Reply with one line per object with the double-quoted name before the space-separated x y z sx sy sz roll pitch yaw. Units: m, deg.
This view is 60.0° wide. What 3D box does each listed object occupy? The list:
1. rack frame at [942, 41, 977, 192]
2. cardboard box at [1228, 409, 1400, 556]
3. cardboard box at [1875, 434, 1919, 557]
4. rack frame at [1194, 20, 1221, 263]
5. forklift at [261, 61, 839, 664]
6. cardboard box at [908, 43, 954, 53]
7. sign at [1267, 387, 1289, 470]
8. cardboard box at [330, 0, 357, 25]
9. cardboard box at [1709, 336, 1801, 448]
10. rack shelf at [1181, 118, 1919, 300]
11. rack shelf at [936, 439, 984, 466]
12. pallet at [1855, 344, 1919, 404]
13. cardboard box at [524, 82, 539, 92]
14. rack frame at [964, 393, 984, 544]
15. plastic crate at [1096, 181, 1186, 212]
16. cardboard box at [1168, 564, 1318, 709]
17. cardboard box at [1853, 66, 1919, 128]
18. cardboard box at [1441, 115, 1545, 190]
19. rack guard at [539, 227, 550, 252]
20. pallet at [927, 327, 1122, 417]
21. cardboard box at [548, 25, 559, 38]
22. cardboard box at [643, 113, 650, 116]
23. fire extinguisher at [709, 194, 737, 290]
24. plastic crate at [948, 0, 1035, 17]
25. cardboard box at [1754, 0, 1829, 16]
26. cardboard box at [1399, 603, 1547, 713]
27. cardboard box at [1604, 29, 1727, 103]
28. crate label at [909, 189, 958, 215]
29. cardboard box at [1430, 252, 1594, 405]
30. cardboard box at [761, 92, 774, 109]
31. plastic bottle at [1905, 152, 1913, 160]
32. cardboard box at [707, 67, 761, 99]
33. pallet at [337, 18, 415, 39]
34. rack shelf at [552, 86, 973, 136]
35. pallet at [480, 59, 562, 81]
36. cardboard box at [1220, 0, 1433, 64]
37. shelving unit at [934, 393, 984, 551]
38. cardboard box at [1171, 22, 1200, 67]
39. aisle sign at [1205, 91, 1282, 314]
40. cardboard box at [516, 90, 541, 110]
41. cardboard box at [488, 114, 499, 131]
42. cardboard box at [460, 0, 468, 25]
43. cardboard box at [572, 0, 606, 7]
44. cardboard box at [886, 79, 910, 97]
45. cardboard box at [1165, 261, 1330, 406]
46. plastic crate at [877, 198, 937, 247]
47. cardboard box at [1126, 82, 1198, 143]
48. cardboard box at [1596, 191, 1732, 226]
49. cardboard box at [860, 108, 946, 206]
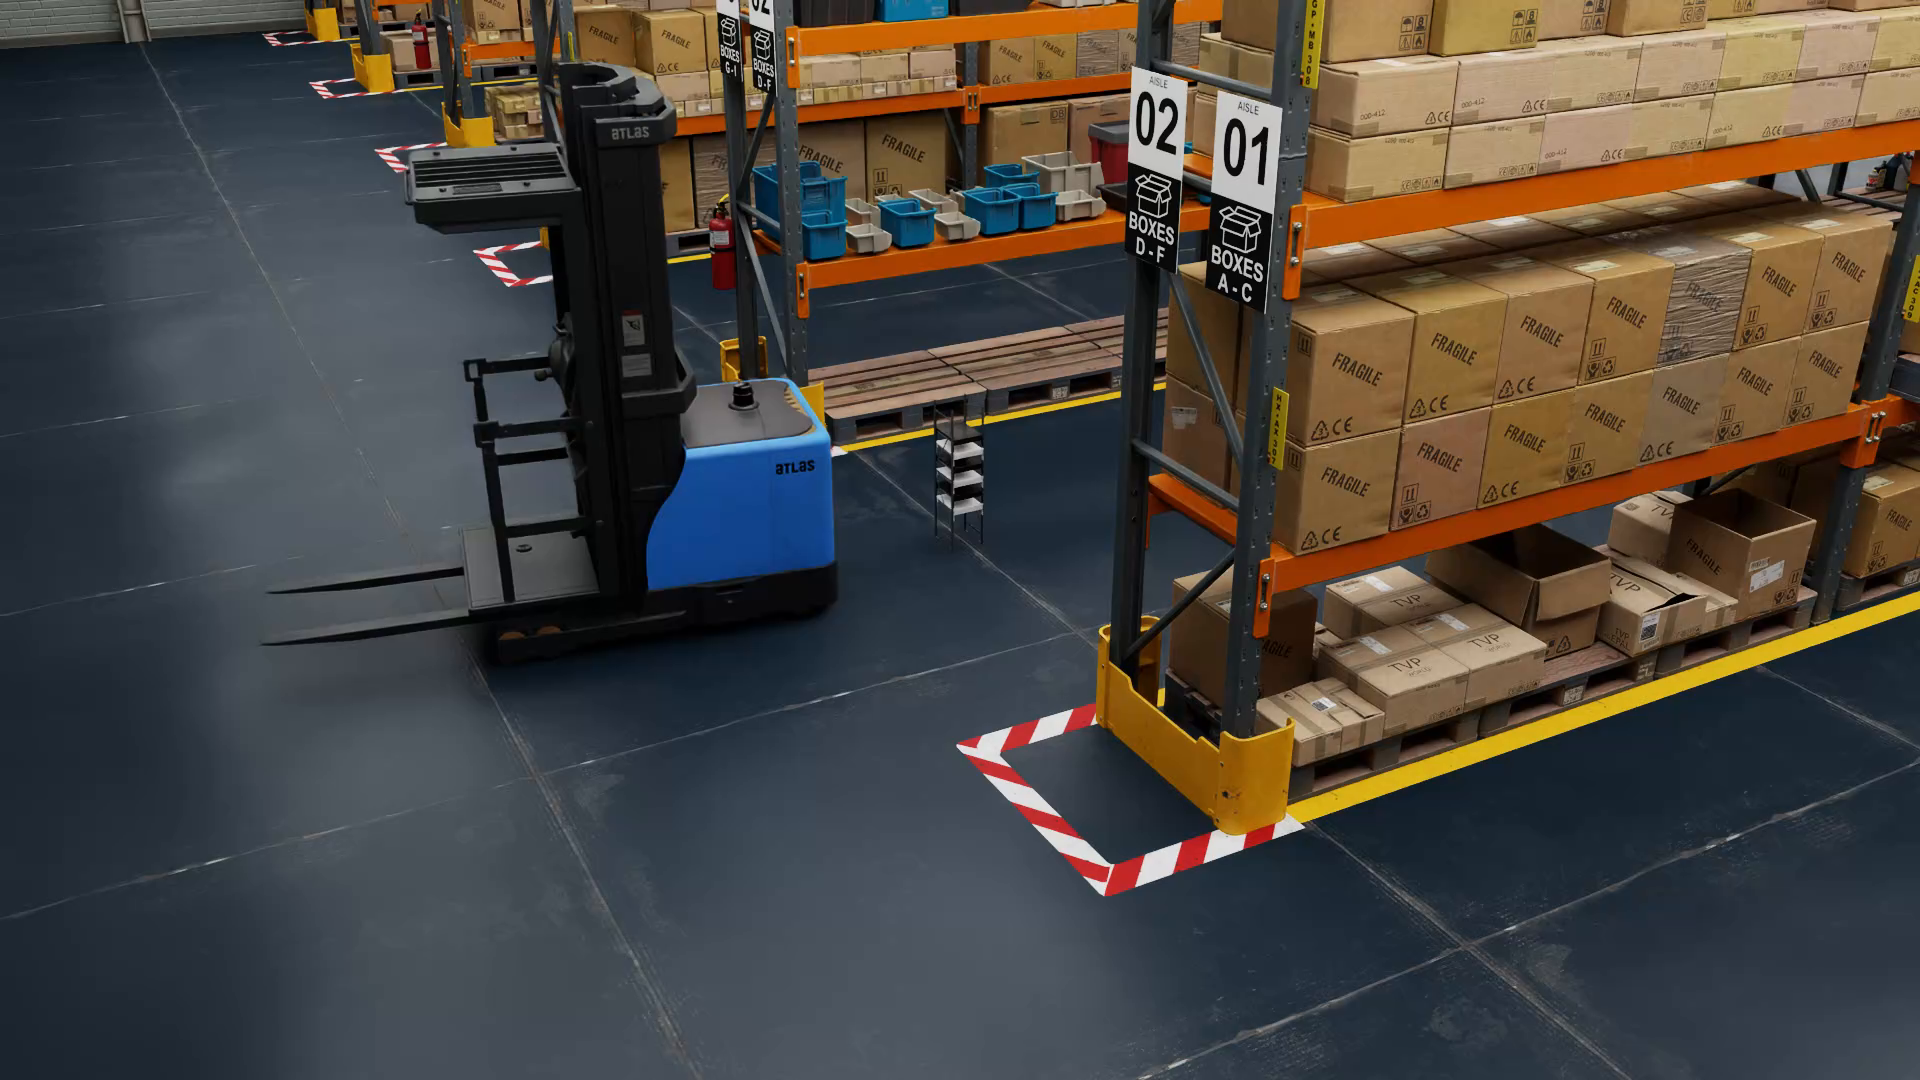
"rack frame" -0.115 -4.861 16.850 0.127 3.000 1.000 -13 29 -25
"cardboard box" 1.530 -0.297 7.228 0.500 0.500 0.500 -12 28 -24
"cardboard box" 5.551 -0.267 9.661 0.500 0.500 0.500 -13 28 -24
"rack frame" 2.216 -2.969 12.910 0.127 3.000 1.000 -13 29 -25
"forklift" -2.258 -0.922 8.724 3.031 2.935 1.130 -8 27 -16
"cardboard box" -0.394 -5.070 16.248 0.500 0.500 0.500 -12 28 -24
"sign" 1.270 -0.445 6.653 0.005 0.325 0.100 -13 29 -25
"cardboard box" -10.062 -8.878 27.616 0.637 0.503 0.797 -14 29 -27
"cardboard box" 3.769 -0.817 8.311 0.500 0.500 0.500 -12 28 -24
"rack shelf" 2.779 -1.697 7.626 4.000 0.370 1.077 -13 29 -25
"rack shelf" -0.007 -0.536 9.929 0.200 0.077 0.258 -13 29 -25
"pallet" 5.300 -1.111 9.262 1.213 0.211 1.003 -13 29 -25
"cardboard box" -5.124 -5.469 20.237 0.250 0.149 0.380 -14 29 -26
"rack frame" 0.083 -0.425 10.036 0.006 0.900 0.240 -13 29 -25
"plastic crate" 1.355 -2.542 12.268 0.590 0.125 0.437 -13 29 -25
"cardboard box" 1.378 0.461 8.144 0.500 0.500 0.500 -13 29 -25
"cardboard box" 4.240 -2.161 7.934 0.500 0.250 0.500 -13 29 -25
"cardboard box" 2.034 -1.651 6.872 0.500 0.250 0.500 -13 29 -25
"rack guard" -3.665 -2.915 15.684 0.348 0.500 1.175 -13 29 -25
"pallet" 0.508 -1.298 12.650 1.213 0.211 1.003 -13 29 -25
"cardboard box" -4.817 -5.996 19.504 0.250 0.149 0.380 -12 28 -23
"cardboard box" -2.950 -3.932 15.205 0.250 0.149 0.380 -13 29 -26
"fire extinguisher" -1.660 -2.095 11.608 0.183 0.674 0.296 -13 29 -25
"plastic crate" 0.164 -3.685 11.007 0.767 0.338 0.504 -13 29 -25
"cardboard box" 3.625 -2.764 7.745 0.500 0.500 0.700 -13 29 -25
"cardboard box" 2.510 0.573 8.201 0.500 0.250 0.500 -13 29 -25
"cardboard box" 2.916 -2.081 7.190 0.500 0.250 0.500 -13 29 -25
"crate label" -0.182 -2.418 11.996 0.243 0.136 0.396 -13 29 -25
"cardboard box" 2.431 -0.957 7.448 0.500 0.500 0.500 -13 28 -24
"cardboard box" -1.819 -4.193 15.749 0.250 0.149 0.380 -14 29 -26
"plastic bottle" 9.877 -3.883 17.366 0.185 0.351 0.144 -15 29 -28
"cardboard box" -2.193 -4.317 15.546 0.500 0.250 0.500 -14 29 -27
"pallet" -9.876 -8.647 27.957 1.213 0.211 1.003 -13 29 -25
"rack shelf" -1.879 -4.129 16.157 4.000 0.370 1.077 -13 29 -25
"pallet" -6.564 -7.013 24.555 1.213 0.211 1.003 -13 29 -25
"cardboard box" 1.460 -2.221 6.615 0.500 0.500 0.700 -13 29 -25
"shelving unit" -0.007 -0.404 9.993 0.210 0.900 0.258 -13 29 -25
"cardboard box" 2.197 -5.319 17.689 0.500 0.500 0.500 -14 29 -27
"aisle sign" 1.092 -1.308 6.446 0.004 0.787 0.394 -13 29 -25
"cardboard box" -5.080 -5.213 19.703 0.250 0.149 0.380 -12 28 -24
"cardboard box" -5.523 -5.052 20.057 0.250 0.149 0.380 -12 28 -24
"cardboard box" -5.613 -6.330 19.450 0.500 0.500 0.500 -12 28 -24
"cardboard box" -4.464 -6.340 19.471 0.500 0.500 0.500 -13 28 -24
"cardboard box" -0.683 -4.456 16.296 0.250 0.149 0.380 -14 29 -26
"cardboard box" 1.277 -0.954 7.441 0.500 0.500 0.500 -13 29 -26
"plastic crate" -0.360 -2.165 11.359 0.300 0.233 0.416 -13 29 -25
"cardboard box" 2.006 -4.596 18.267 0.875 0.875 1.225 -13 29 -25
"cardboard box" 3.540 -1.479 8.535 0.500 0.500 0.500 -14 29 -27
"cardboard box" -0.735 -3.989 17.002 0.875 0.875 0.875 -13 29 -25
